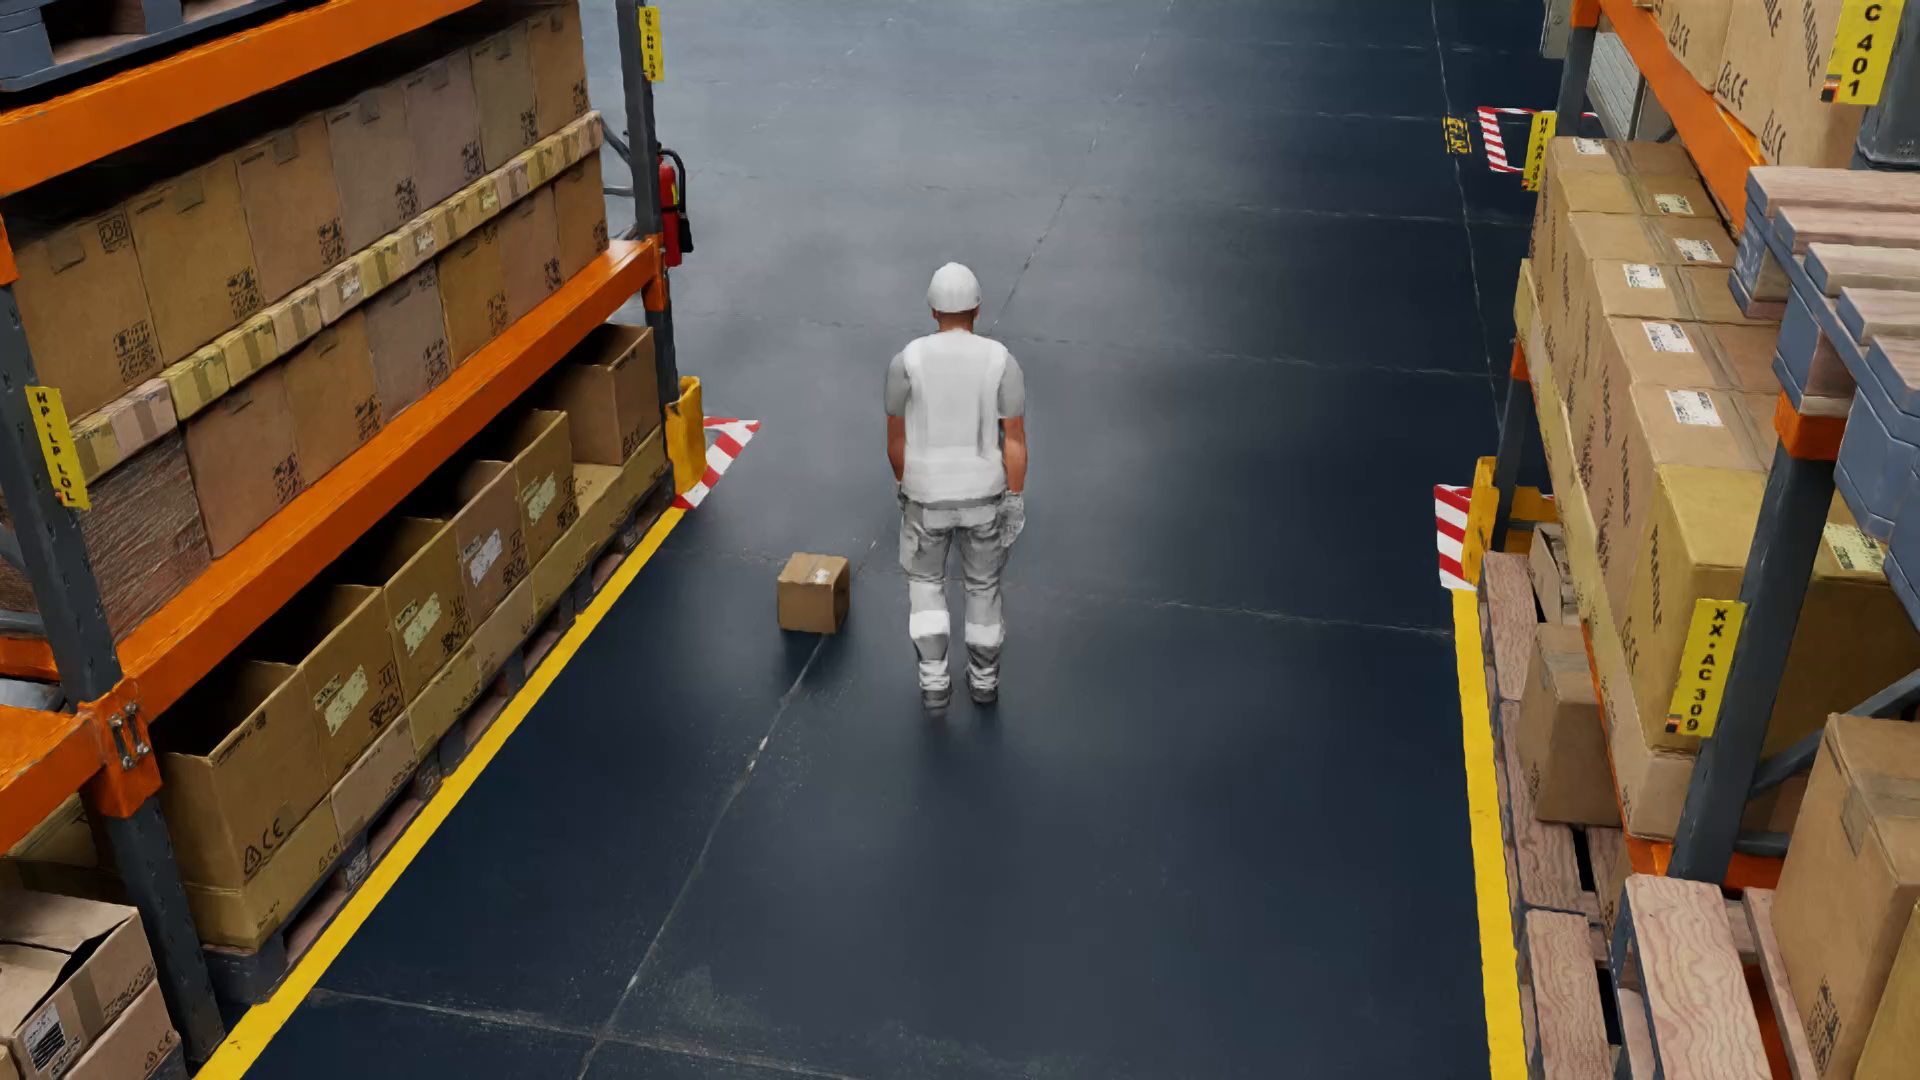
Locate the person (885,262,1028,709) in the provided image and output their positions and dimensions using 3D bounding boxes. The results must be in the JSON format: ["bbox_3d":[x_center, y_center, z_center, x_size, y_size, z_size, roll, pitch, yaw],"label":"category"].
[{"bbox_3d":[-0.014,-0.164,6.428,0.535,1.757,0.683,-2,29,-4],"label":"person"}]
